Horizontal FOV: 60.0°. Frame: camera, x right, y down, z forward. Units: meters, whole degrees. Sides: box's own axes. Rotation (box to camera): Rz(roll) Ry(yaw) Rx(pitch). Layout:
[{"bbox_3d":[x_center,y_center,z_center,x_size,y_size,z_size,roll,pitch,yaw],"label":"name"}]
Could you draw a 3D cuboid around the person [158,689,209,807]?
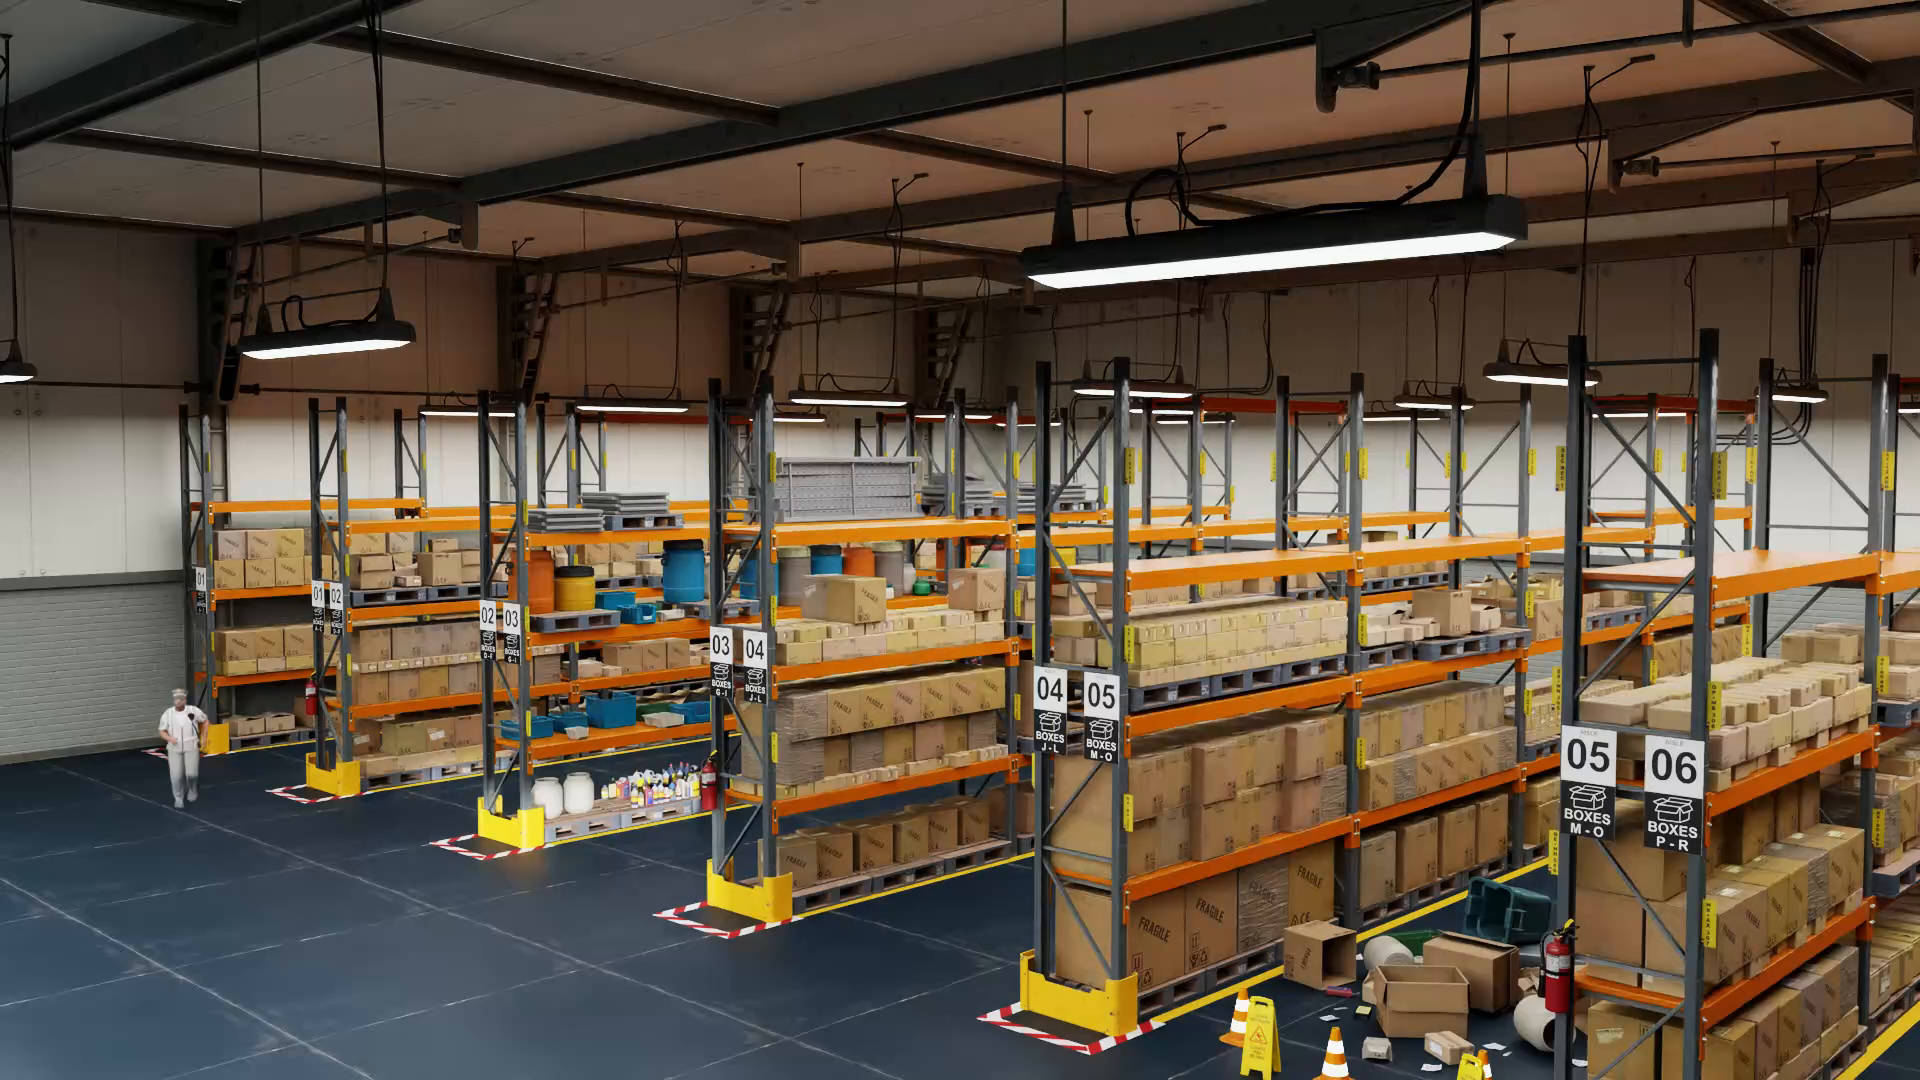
[{"bbox_3d":[-11.256,3.020,24.115,0.655,1.749,0.673,-1,3,-22],"label":"person"}]
